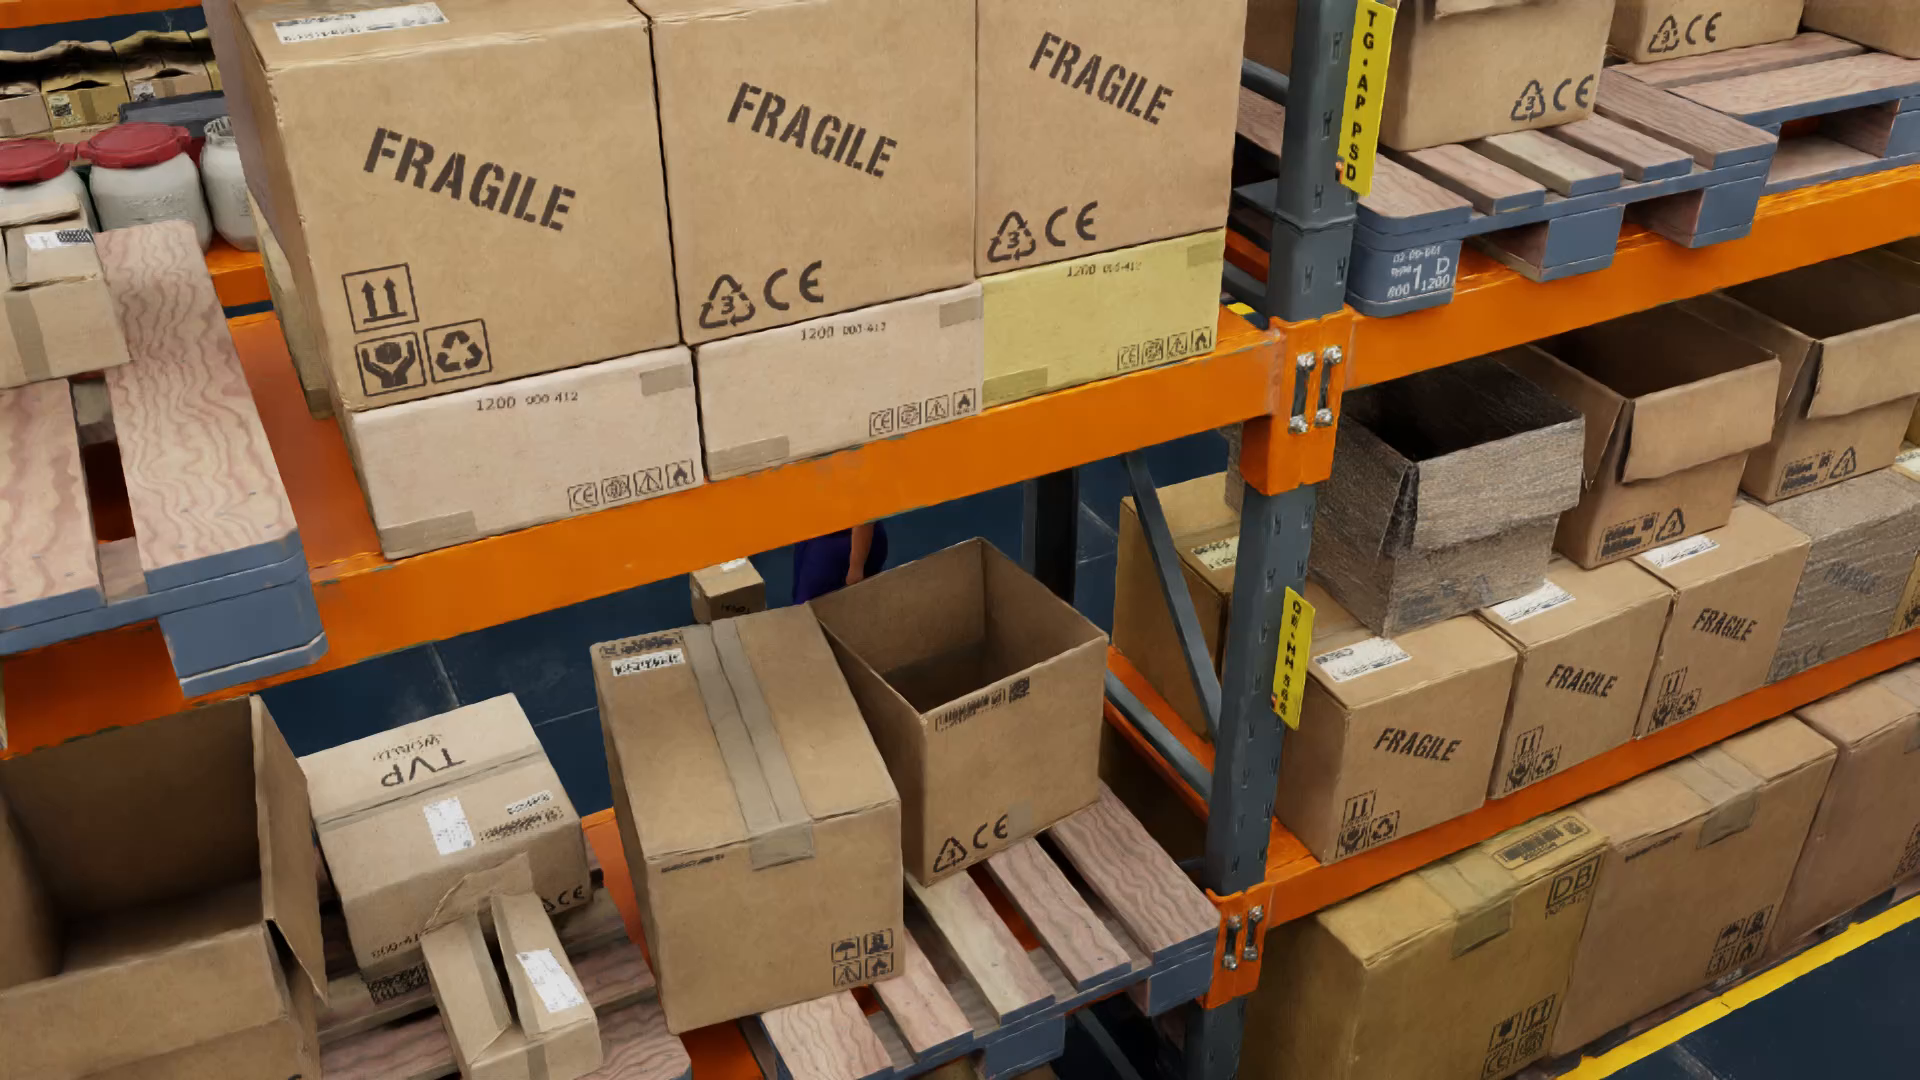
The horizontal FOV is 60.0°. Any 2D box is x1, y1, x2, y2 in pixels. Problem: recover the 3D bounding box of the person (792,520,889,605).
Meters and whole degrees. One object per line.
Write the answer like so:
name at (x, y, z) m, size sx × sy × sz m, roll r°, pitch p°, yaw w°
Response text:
person at (-0.497, 0.086, 6.197) m, size 0.533 × 1.444 × 0.496 m, roll -9°, pitch 34°, yaw -14°
